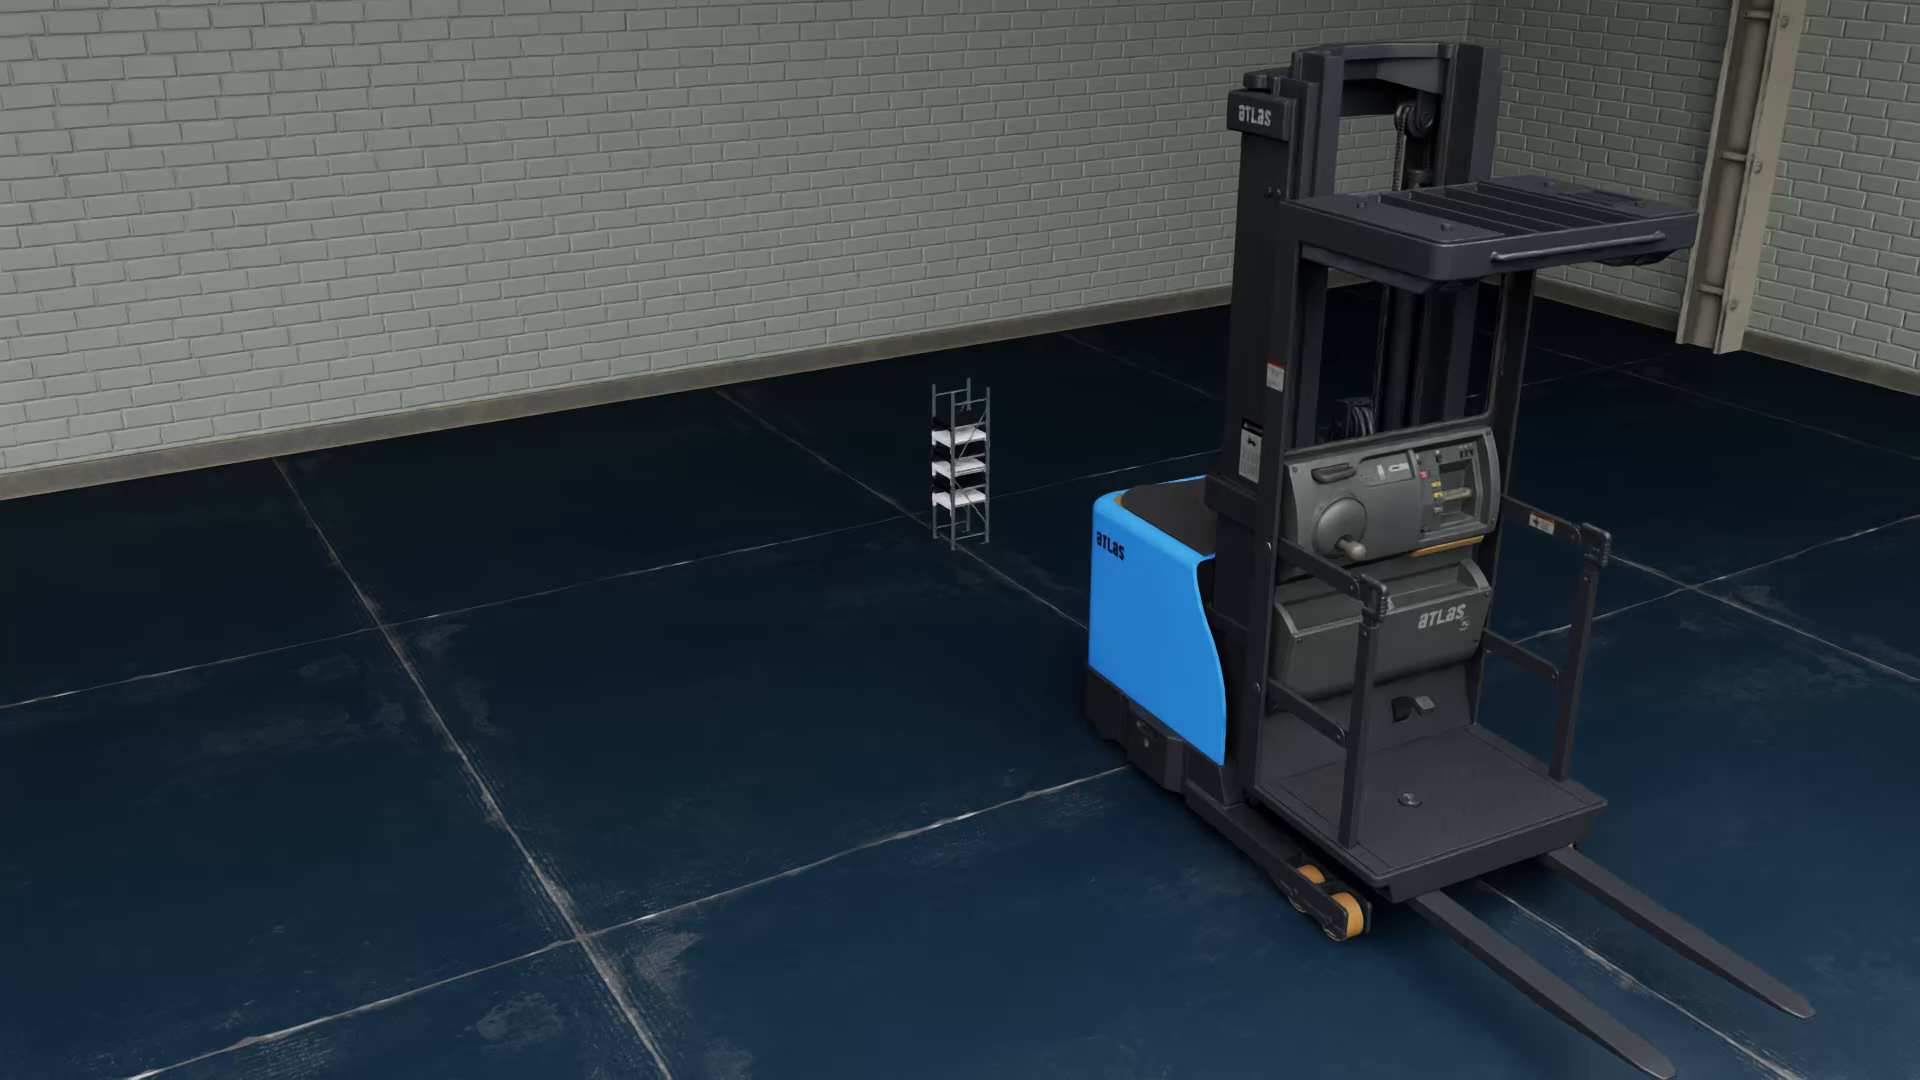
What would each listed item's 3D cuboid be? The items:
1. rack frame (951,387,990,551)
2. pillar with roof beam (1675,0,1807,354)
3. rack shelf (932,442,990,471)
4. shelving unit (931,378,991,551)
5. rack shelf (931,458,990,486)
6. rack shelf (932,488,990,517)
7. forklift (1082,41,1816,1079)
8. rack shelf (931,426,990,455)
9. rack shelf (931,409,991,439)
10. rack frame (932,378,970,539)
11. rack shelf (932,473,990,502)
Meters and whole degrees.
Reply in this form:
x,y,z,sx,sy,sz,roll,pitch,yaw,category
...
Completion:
x,y,z,sx,sy,sz,roll,pitch,yaw,category
0.056,-0.381,9.055,0.240,0.900,0.006,-13,25,-28,rack frame
2.183,-4.867,9.335,9.100,9.000,0.400,-13,25,-28,pillar with roof beam
0.004,-0.467,9.114,0.258,0.077,0.200,-13,25,-28,rack shelf
0.004,-0.414,9.136,0.258,0.900,0.210,-13,25,-28,shelving unit
0.004,-0.383,9.148,0.258,0.077,0.200,-13,25,-28,rack shelf
0.004,-0.217,9.216,0.258,0.077,0.200,-13,25,-28,rack shelf
1.657,-0.142,5.767,1.130,2.935,3.031,-11,25,-25,forklift
0.004,-0.550,9.080,0.258,0.077,0.200,-13,25,-28,rack shelf
0.004,-0.633,9.046,0.258,0.077,0.200,-13,25,-28,rack shelf
-0.048,-0.447,9.217,0.240,0.900,0.006,-13,25,-28,rack frame
0.004,-0.300,9.182,0.258,0.077,0.200,-13,25,-28,rack shelf
